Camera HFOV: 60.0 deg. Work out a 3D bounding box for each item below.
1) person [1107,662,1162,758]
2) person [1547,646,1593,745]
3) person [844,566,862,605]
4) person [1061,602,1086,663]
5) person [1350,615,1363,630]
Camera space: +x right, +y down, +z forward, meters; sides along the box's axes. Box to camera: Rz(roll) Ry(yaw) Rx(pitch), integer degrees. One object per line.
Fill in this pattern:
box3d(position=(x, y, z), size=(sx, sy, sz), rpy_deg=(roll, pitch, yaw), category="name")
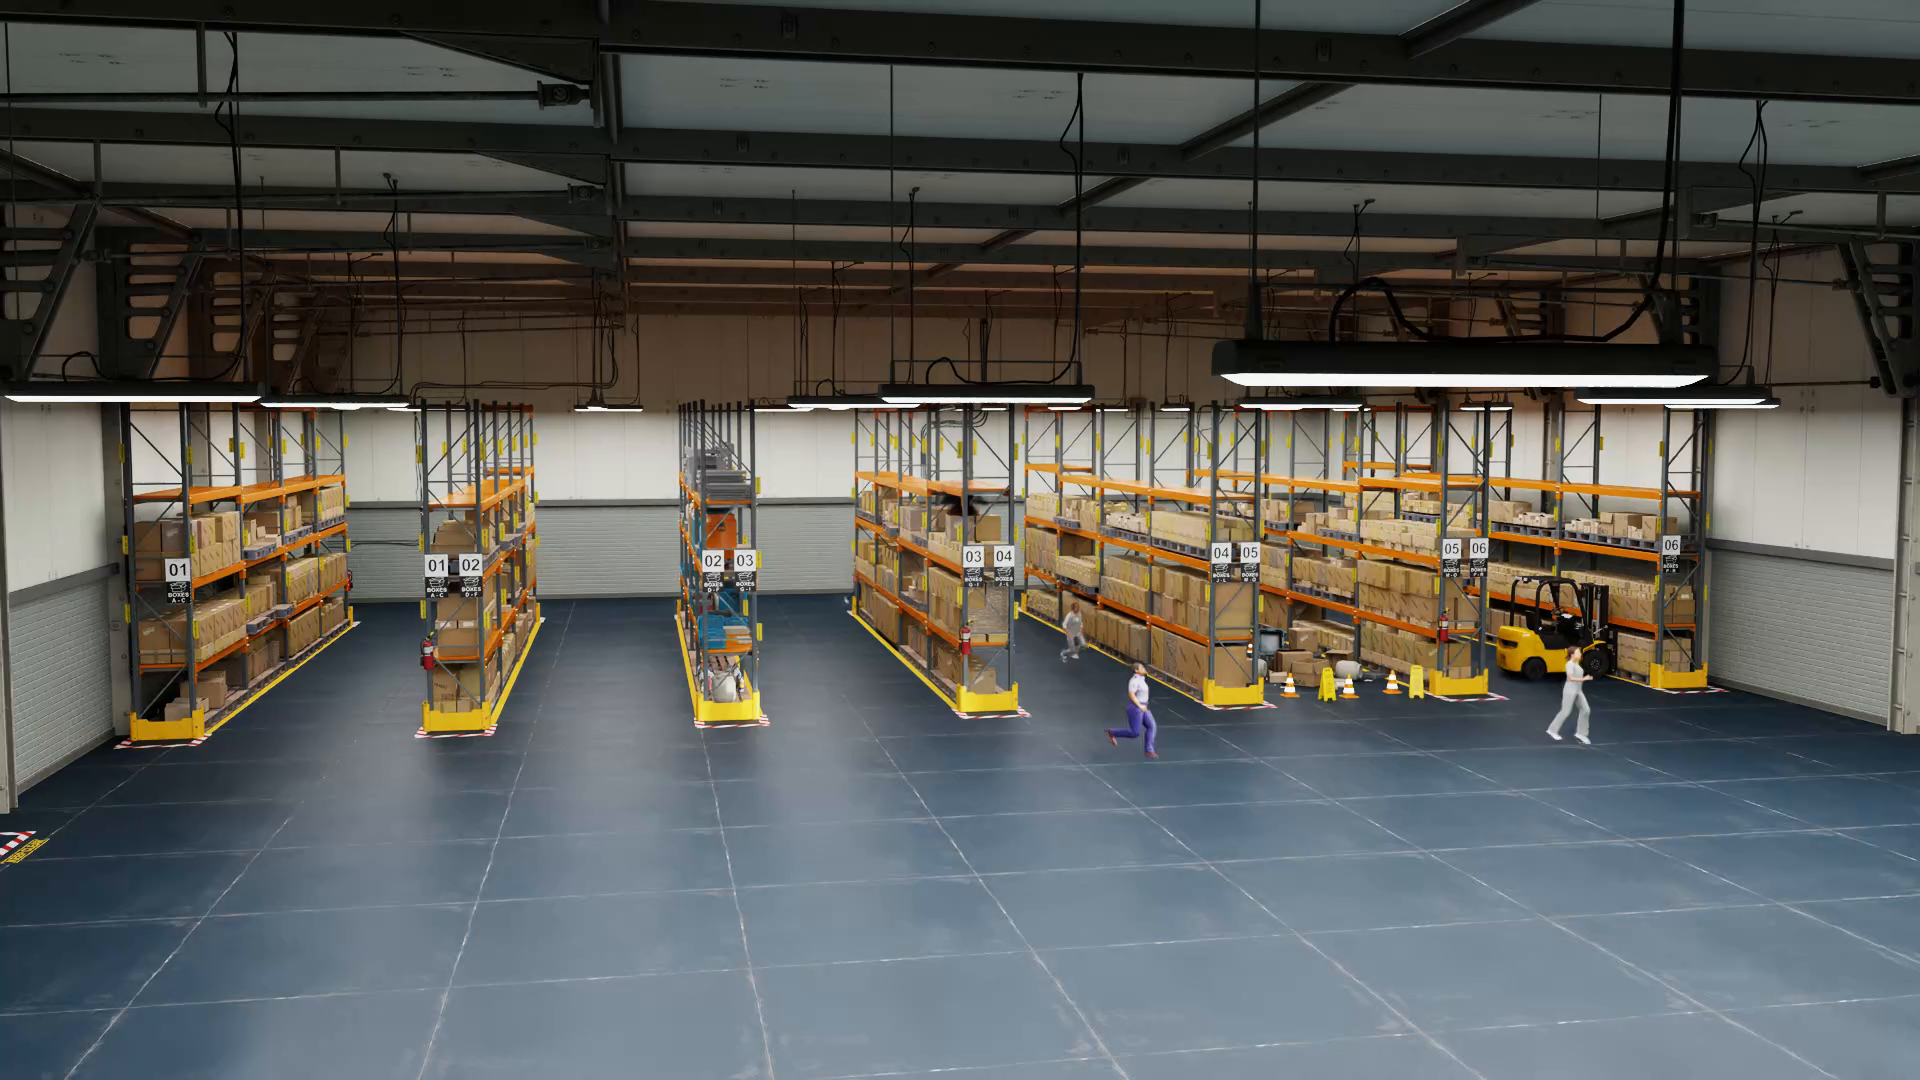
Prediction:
box3d(position=(2.935, 2.846, 27.815), size=(0.890, 1.622, 0.595), rpy_deg=(2, 5, 21), category="person")
box3d(position=(10.643, 2.707, 28.970), size=(0.768, 1.711, 0.580), rpy_deg=(4, 6, 41), category="person")
box3d(position=(-3.052, 1.257, 49.013), size=(0.694, 1.586, 0.543), rpy_deg=(1, 4, 10), category="person")
box3d(position=(2.546, 2.125, 37.226), size=(0.522, 1.307, 0.741), rpy_deg=(-2, 5, -26), category="person")
box3d(position=(10.228, 1.690, 42.581), size=(0.621, 1.670, 0.475), rpy_deg=(-1, 4, -14), category="person")
